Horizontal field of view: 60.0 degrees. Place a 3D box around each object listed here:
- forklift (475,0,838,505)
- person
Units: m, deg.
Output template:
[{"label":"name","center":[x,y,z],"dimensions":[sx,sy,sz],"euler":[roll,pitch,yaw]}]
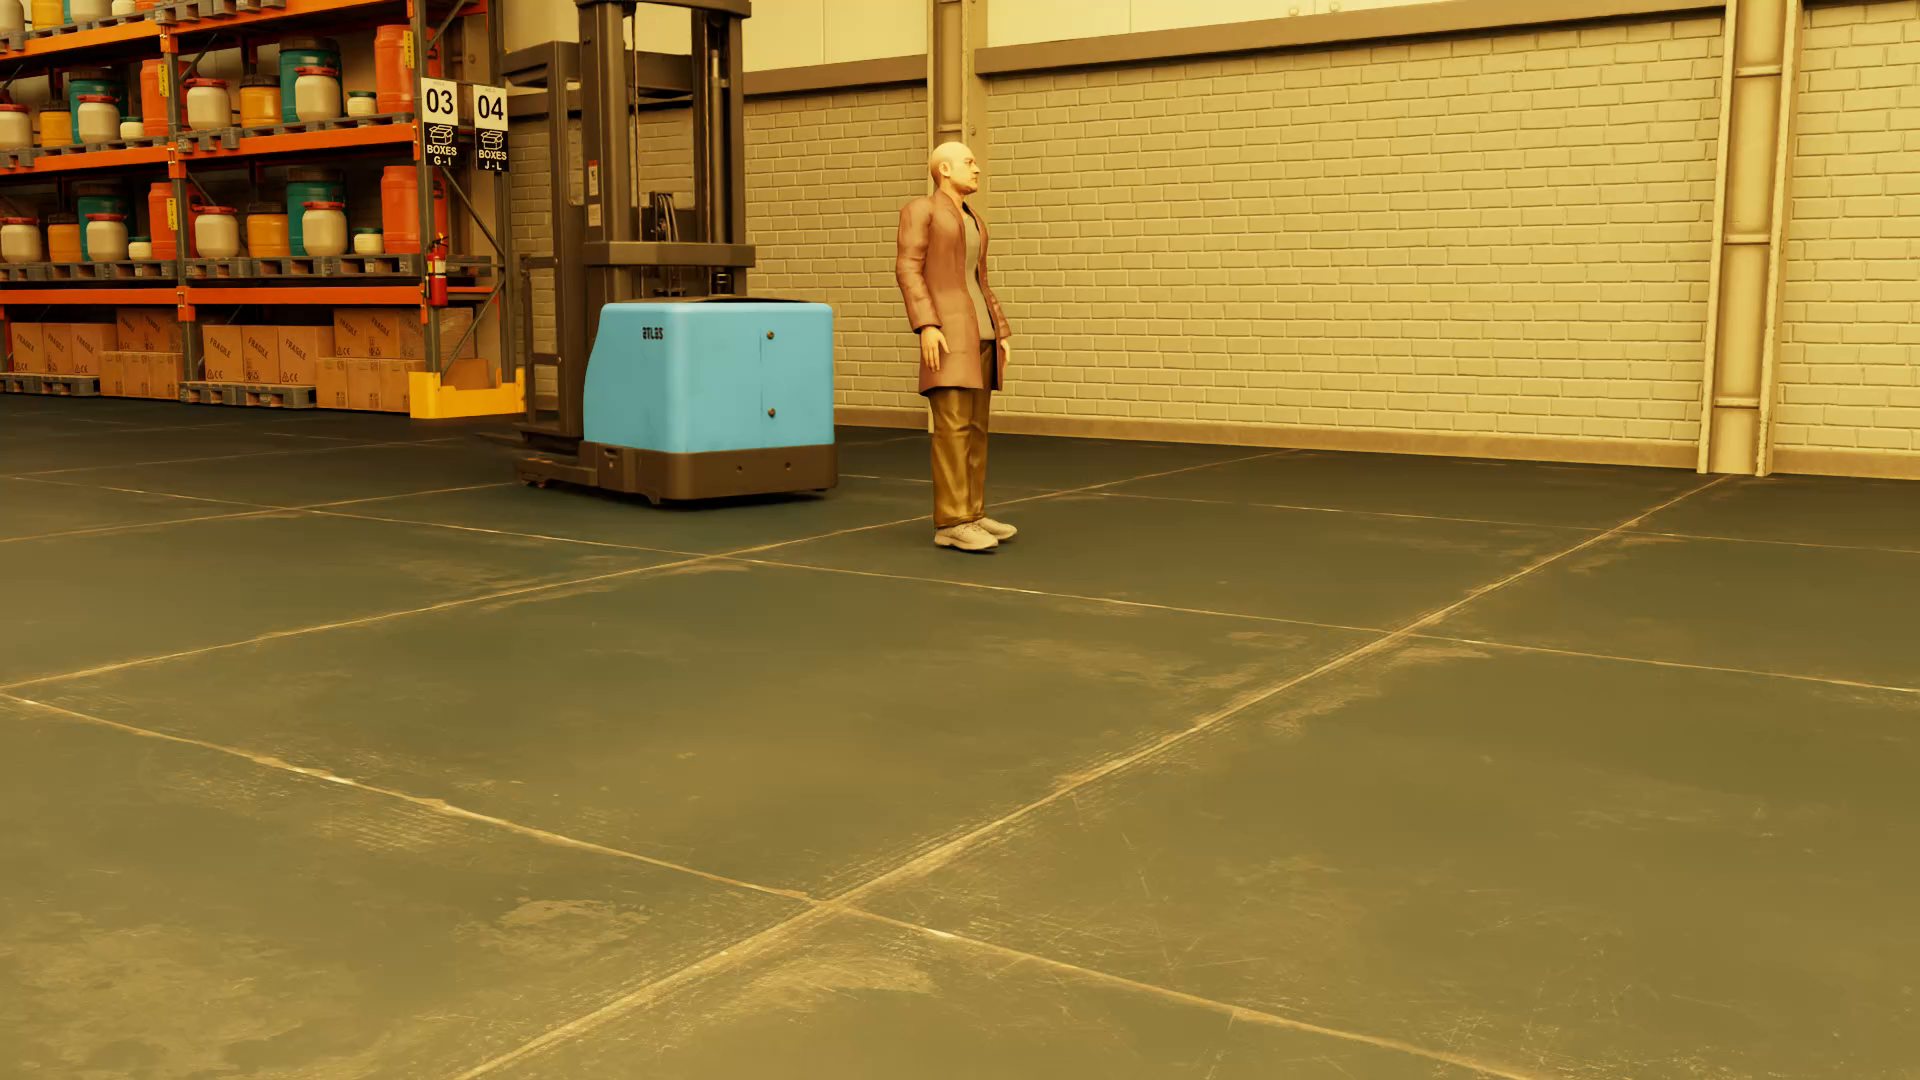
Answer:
[{"label":"forklift","center":[-1.985,-1.792,9.797],"dimensions":[1.130,2.935,3.031],"euler":[-6,10,-38]},{"label":"person","center":[0.072,-0.879,7.423],"dimensions":[0.582,1.775,0.694],"euler":[5,10,34]}]
